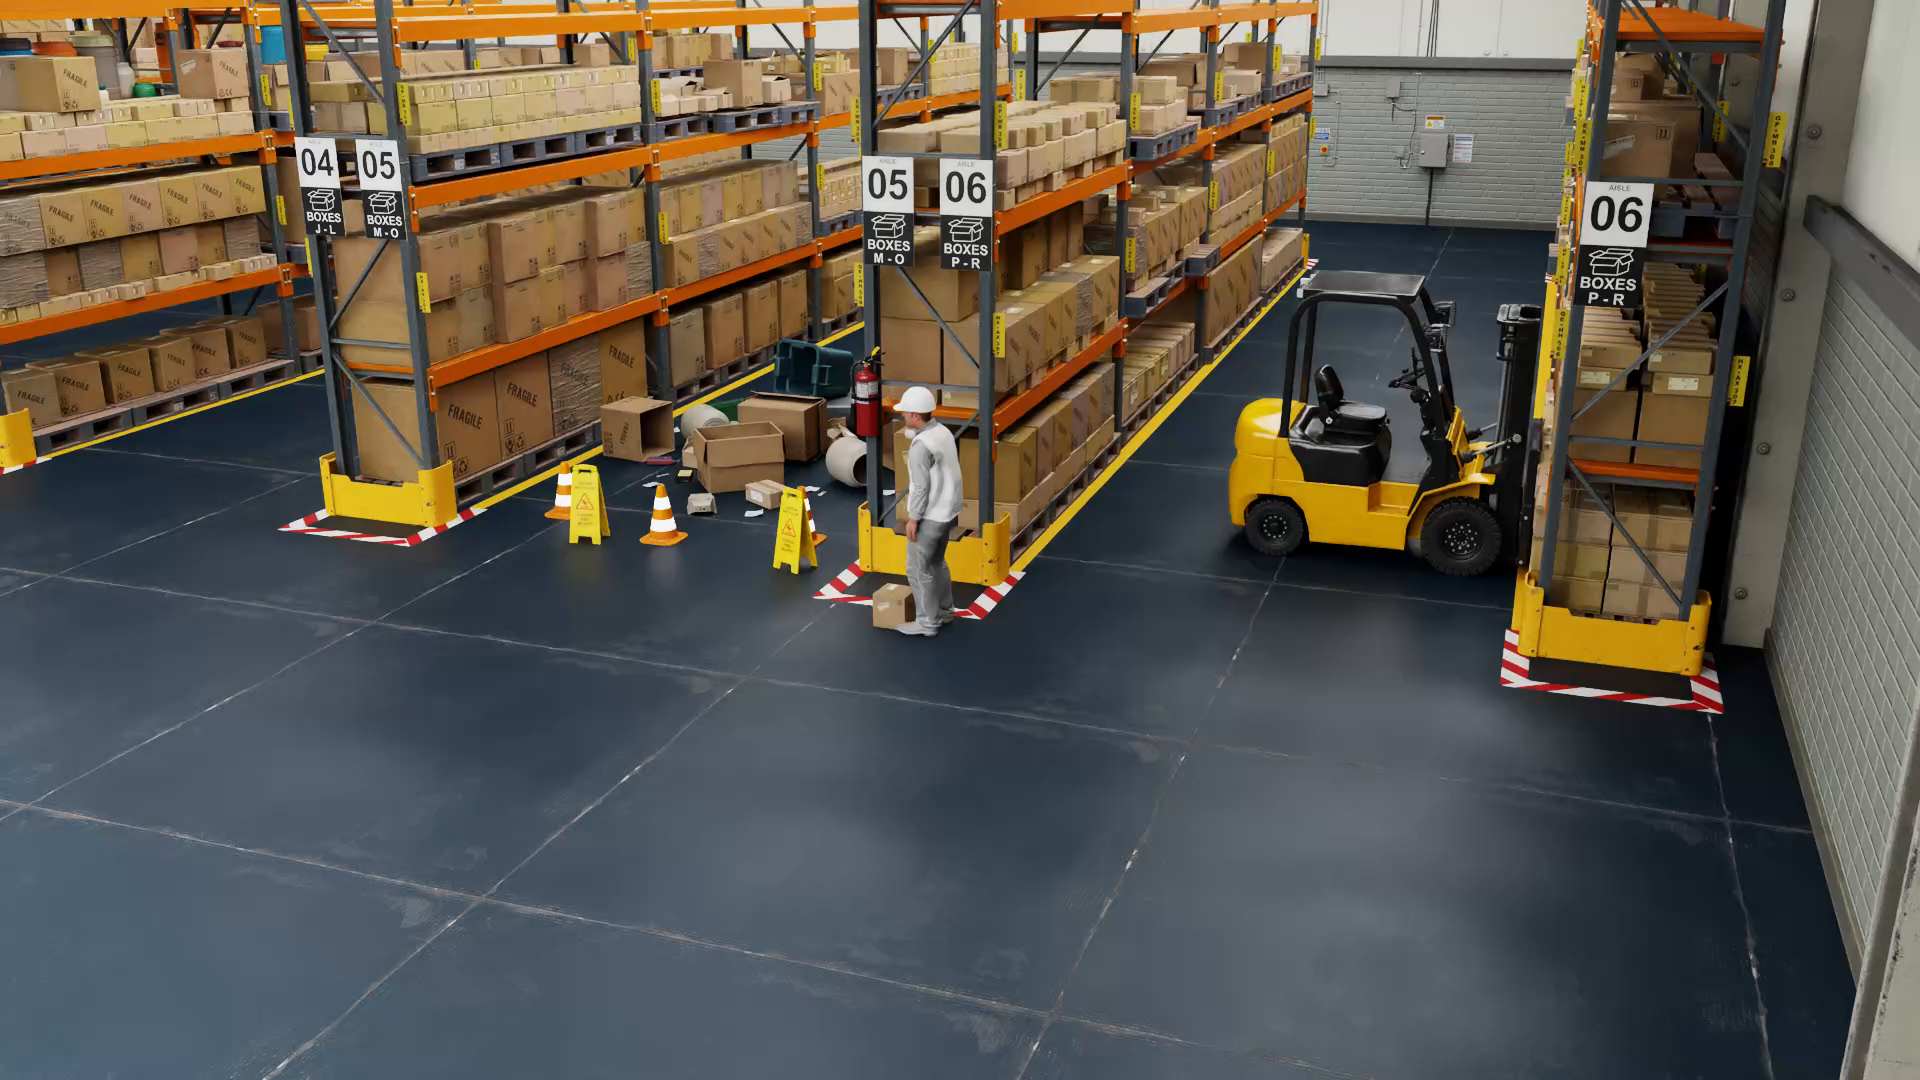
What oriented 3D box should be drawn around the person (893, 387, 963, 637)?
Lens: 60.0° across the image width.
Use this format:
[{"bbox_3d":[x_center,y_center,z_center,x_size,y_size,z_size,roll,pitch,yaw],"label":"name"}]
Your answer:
[{"bbox_3d":[-0.222,-0.206,11.634,0.465,1.770,0.590,7,20,20],"label":"person"}]
